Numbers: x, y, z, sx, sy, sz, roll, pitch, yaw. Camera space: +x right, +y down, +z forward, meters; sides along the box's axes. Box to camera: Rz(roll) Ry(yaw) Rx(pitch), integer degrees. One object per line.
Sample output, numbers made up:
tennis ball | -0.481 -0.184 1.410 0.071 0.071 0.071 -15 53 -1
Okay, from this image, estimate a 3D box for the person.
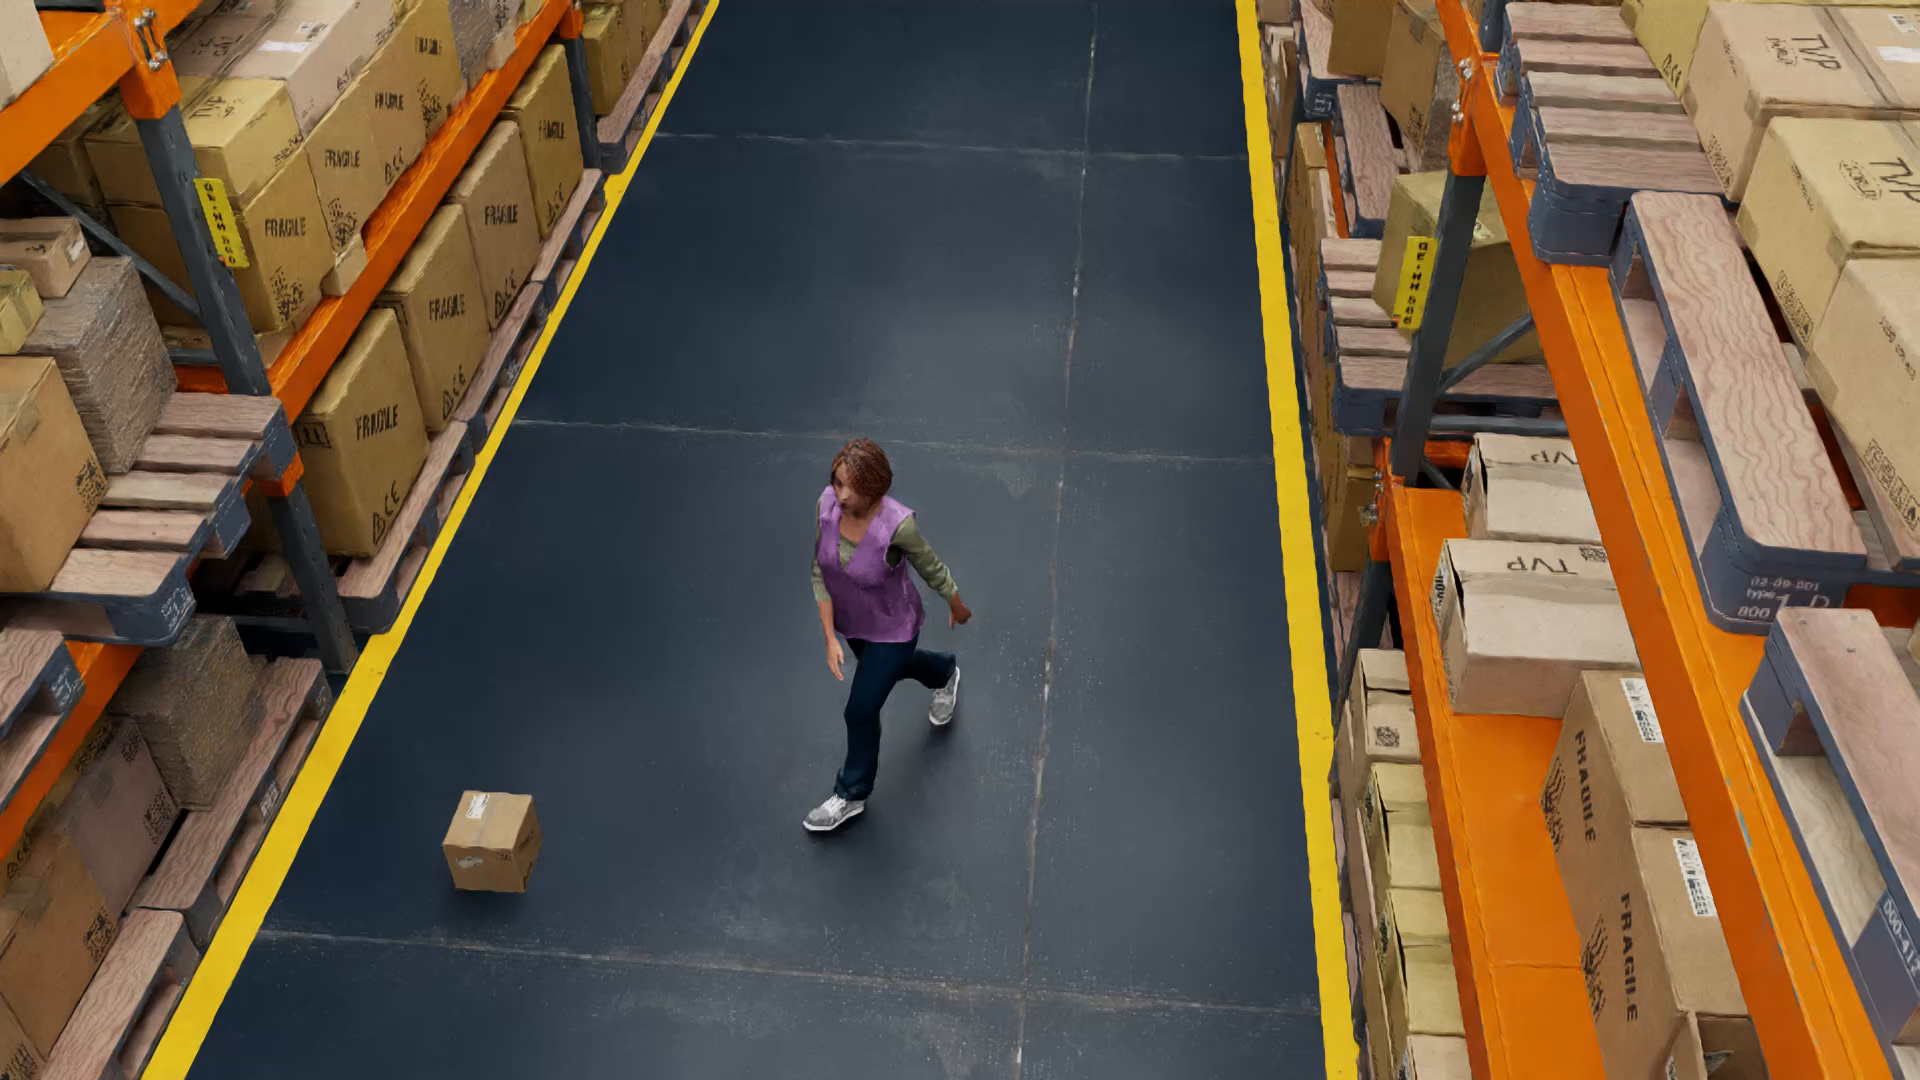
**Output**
person | -0.268 0.271 5.859 0.432 1.545 0.921 26 47 27
